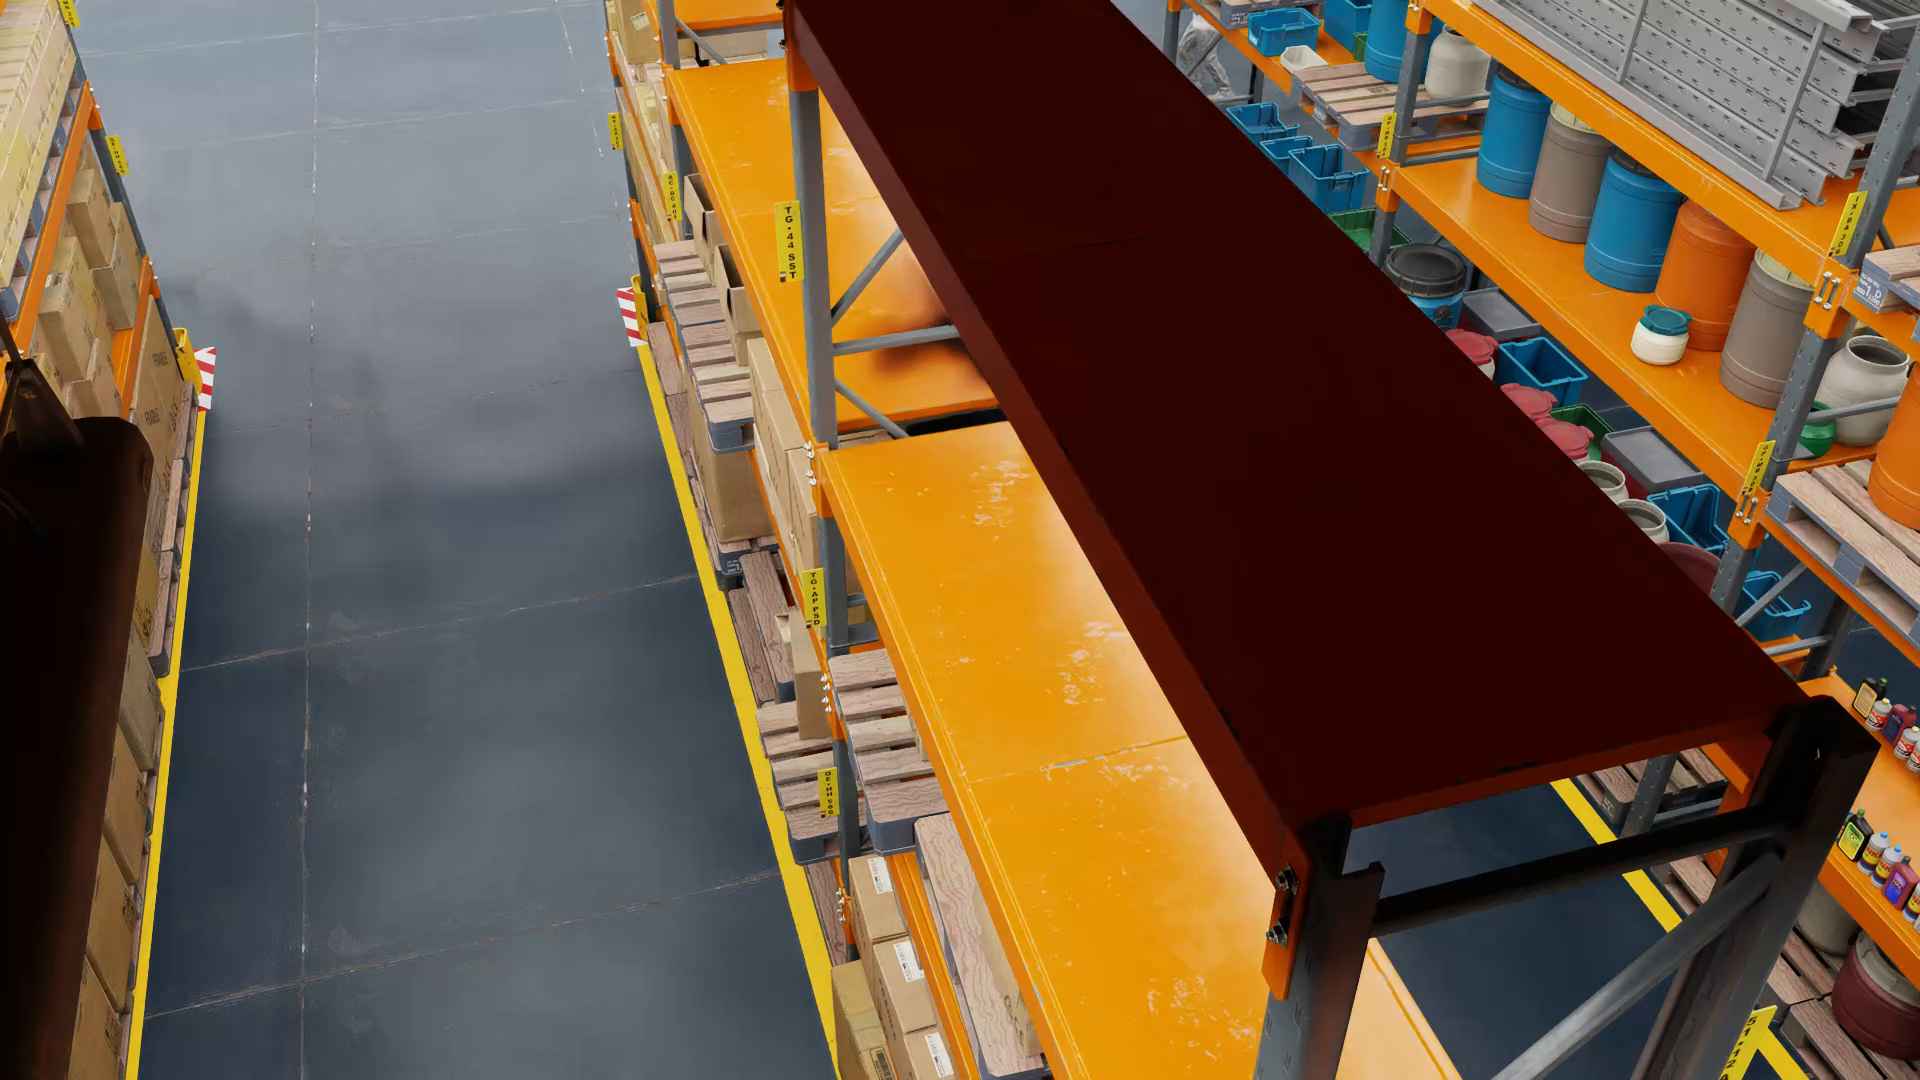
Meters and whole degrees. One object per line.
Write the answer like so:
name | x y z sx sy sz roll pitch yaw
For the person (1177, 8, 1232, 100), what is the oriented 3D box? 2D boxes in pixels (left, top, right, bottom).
person | 2.750 -5.745 18.647 0.758 1.832 0.659 4 39 5
